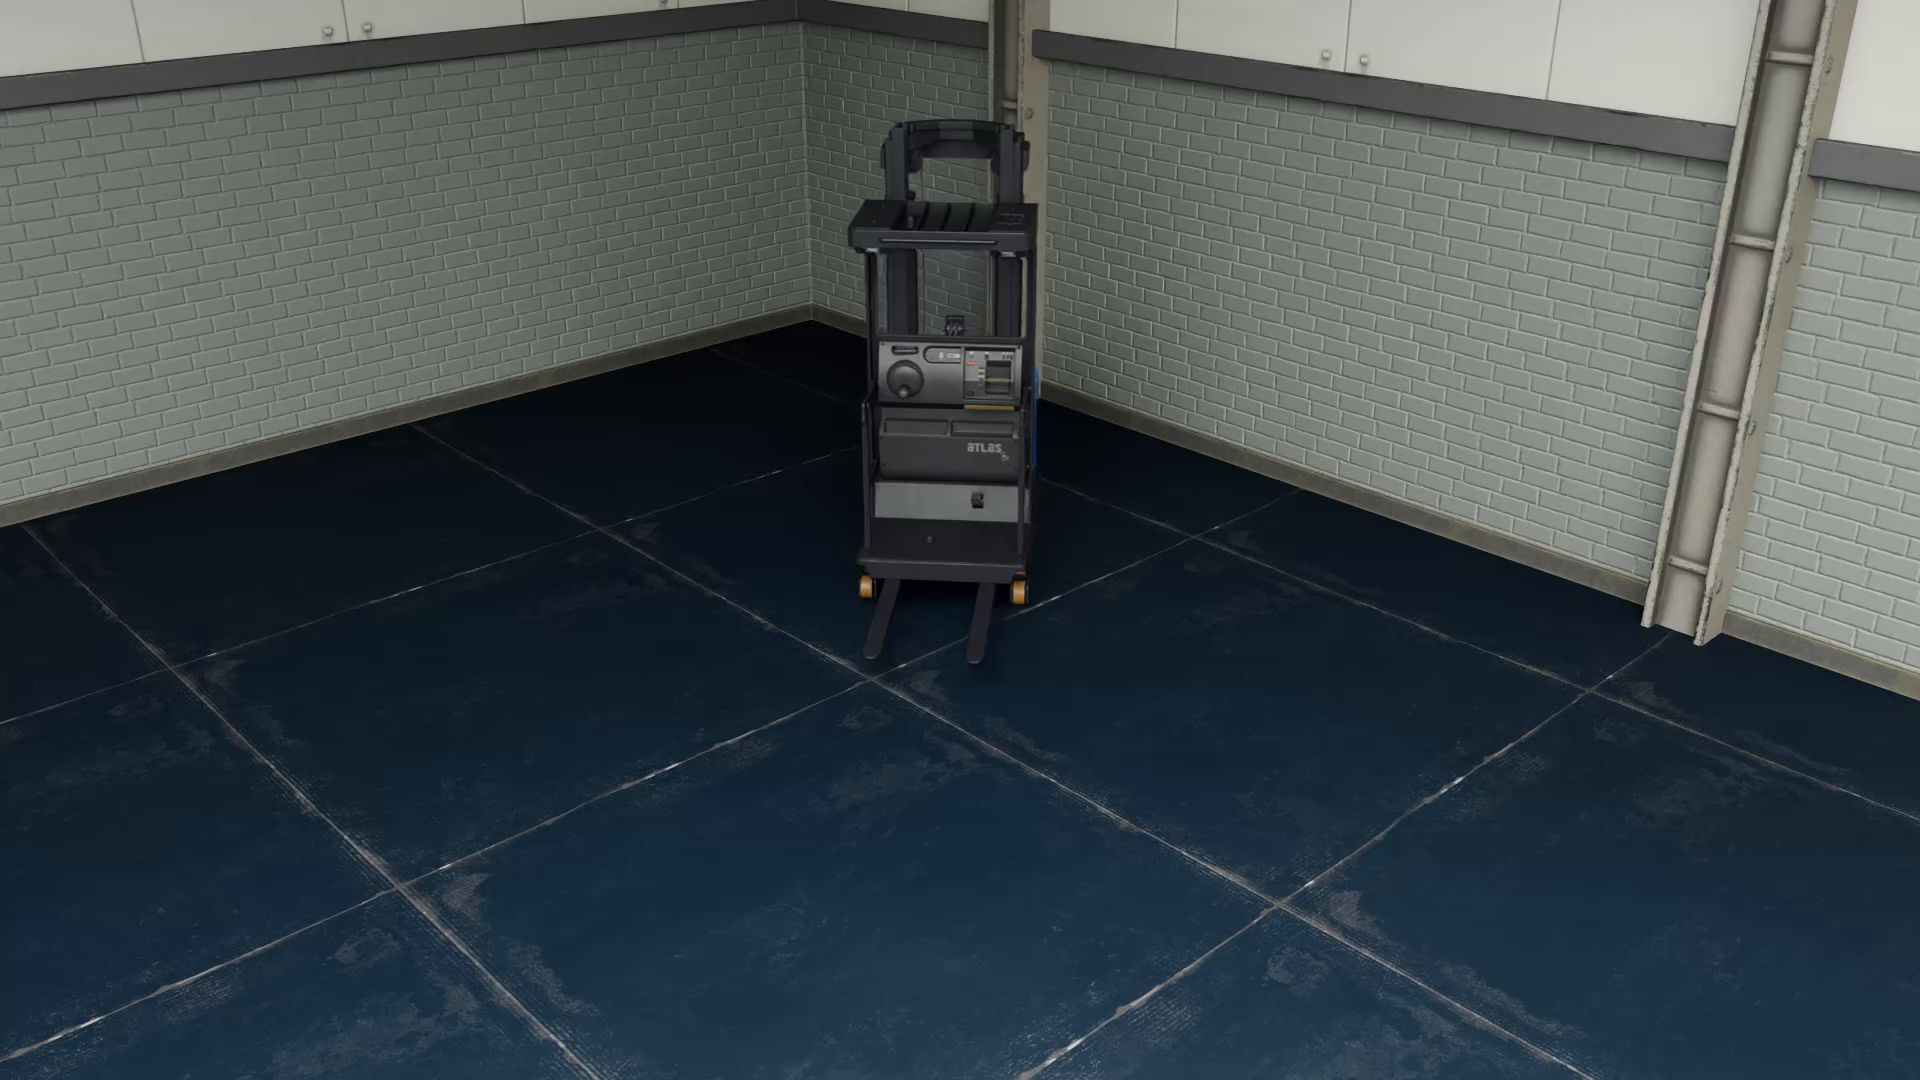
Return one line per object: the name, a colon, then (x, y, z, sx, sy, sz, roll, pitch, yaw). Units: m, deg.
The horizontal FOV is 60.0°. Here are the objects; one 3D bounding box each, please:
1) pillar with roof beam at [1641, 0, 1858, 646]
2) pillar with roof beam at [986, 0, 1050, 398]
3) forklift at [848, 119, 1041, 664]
pillar with roof beam: (1.428, -2.318, 5.989, 9.100, 9.000, 0.400, -21, 32, -38)
pillar with roof beam: (-2.673, -4.136, 9.973, 9.100, 9.000, 0.400, -21, 32, -38)
forklift: (-0.081, -1.056, 10.534, 1.130, 2.935, 3.031, 2, 25, 5)
